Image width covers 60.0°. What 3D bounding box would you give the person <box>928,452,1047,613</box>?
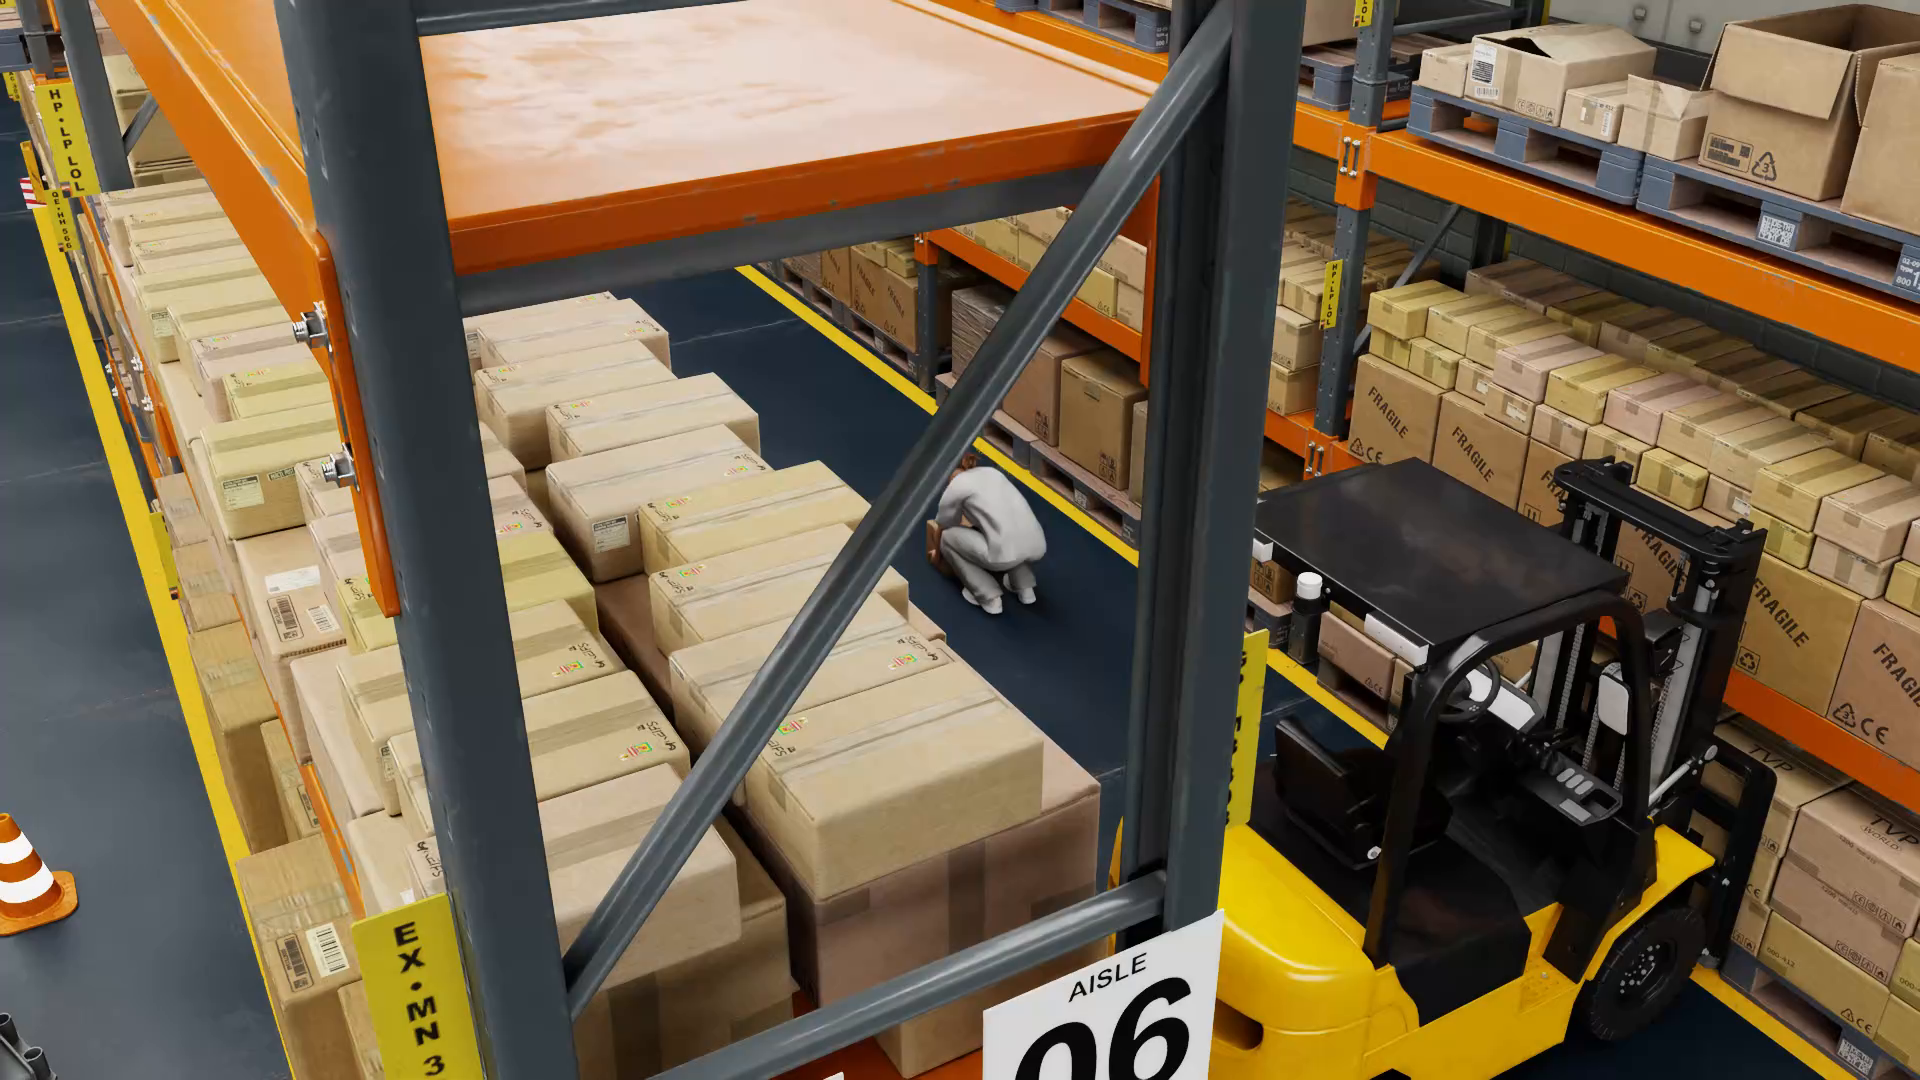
[{"bbox_3d":[0.146,-0.070,9.187,0.482,0.807,0.807,-16,33,-26],"label":"person"}]
